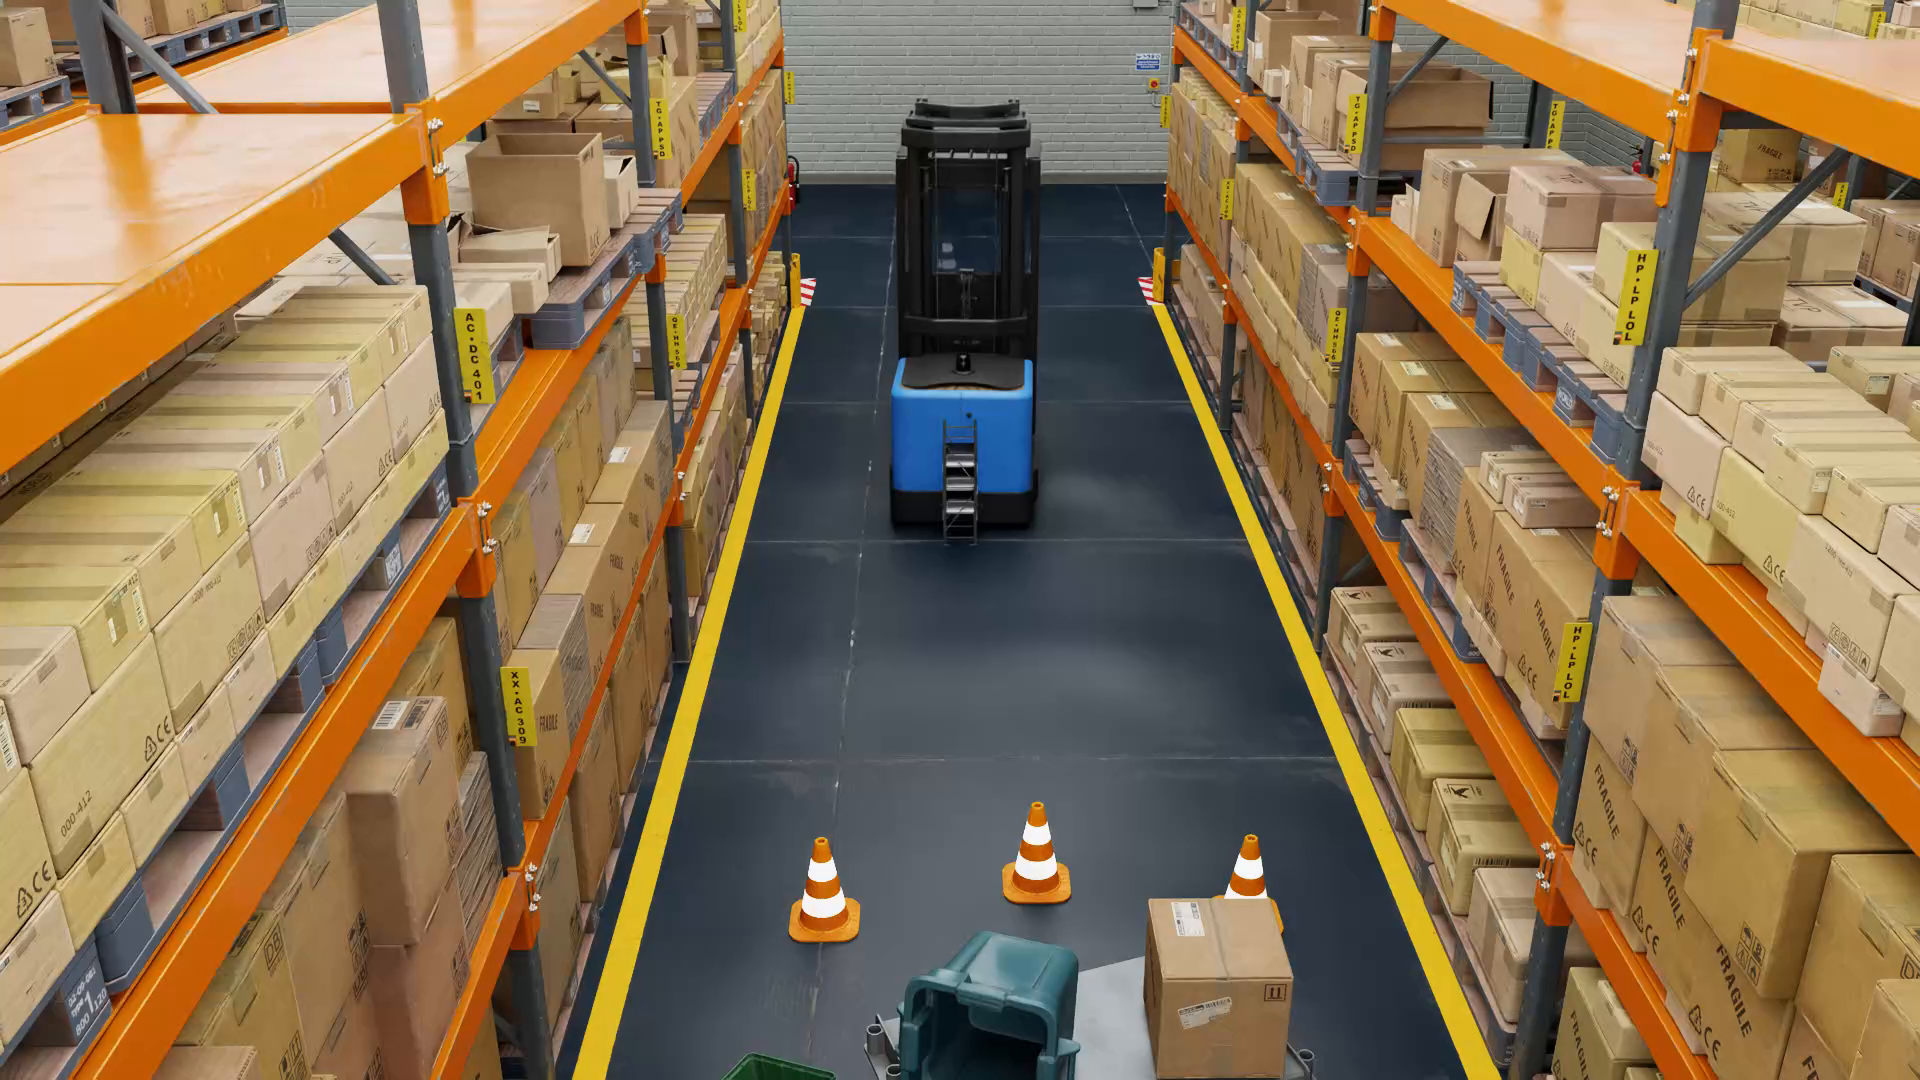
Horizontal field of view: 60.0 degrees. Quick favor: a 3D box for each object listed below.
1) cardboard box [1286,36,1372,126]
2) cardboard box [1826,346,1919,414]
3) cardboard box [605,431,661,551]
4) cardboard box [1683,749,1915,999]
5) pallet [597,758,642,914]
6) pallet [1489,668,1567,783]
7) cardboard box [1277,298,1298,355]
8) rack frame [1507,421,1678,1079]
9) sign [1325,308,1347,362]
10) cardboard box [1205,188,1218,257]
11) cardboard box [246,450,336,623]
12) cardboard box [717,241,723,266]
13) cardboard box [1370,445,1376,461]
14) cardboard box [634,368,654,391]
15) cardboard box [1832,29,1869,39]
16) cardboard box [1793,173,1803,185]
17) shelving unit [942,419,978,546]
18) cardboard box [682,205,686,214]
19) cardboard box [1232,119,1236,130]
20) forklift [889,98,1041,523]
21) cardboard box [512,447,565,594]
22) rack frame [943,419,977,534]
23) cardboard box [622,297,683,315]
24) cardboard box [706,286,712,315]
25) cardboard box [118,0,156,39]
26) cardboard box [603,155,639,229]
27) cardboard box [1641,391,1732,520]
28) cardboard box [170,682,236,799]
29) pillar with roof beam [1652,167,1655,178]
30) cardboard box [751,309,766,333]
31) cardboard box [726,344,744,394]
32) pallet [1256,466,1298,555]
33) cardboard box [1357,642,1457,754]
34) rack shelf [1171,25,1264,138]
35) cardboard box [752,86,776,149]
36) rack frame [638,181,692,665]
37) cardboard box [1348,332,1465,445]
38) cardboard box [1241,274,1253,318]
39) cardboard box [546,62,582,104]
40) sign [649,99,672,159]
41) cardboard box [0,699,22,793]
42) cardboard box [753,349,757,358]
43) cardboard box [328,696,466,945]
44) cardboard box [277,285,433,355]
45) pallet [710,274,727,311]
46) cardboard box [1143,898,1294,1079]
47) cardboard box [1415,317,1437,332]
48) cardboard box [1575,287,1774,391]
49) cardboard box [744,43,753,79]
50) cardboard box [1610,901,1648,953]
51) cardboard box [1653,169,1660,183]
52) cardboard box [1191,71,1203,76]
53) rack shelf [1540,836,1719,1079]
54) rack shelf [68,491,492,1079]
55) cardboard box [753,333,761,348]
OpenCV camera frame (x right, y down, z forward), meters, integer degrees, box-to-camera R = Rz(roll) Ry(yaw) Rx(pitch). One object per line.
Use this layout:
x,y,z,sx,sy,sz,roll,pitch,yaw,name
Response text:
2.446,-3.003,10.863,0.500,0.500,0.500,0,24,0,cardboard box
3.021,-0.512,5.323,0.380,0.149,0.250,0,24,1,cardboard box
-1.916,-0.266,8.961,0.500,0.500,0.500,0,24,-1,cardboard box
2.549,0.937,4.726,0.700,0.500,0.500,-1,24,-2,cardboard box
-2.250,1.486,8.591,1.003,0.211,1.213,0,24,-1,pallet
2.936,0.745,7.078,1.003,0.211,1.213,0,24,-1,pallet
2.461,-1.455,11.285,0.500,0.250,0.500,-1,24,-2,cardboard box
2.799,0.974,6.341,1.000,3.000,0.127,0,24,-1,rack frame
2.200,-1.198,9.738,0.100,0.325,0.005,0,24,-1,sign
2.440,-2.770,14.498,0.500,0.500,0.500,-1,24,-2,cardboard box
-1.879,-0.017,4.082,0.500,0.250,0.500,0,24,-1,cardboard box
-2.031,-2.200,12.791,0.380,0.149,0.250,0,24,0,cardboard box
2.542,-0.500,9.394,0.380,0.149,0.250,-2,24,-4,cardboard box
-1.998,-1.023,10.190,0.380,0.149,0.250,1,24,2,cardboard box
7.419,-3.978,13.471,0.500,0.250,0.500,0,24,0,cardboard box
7.912,-3.242,15.482,0.500,0.250,0.500,0,24,-1,cardboard box
0.000,-0.413,11.955,0.258,0.900,0.210,0,24,-1,shelving unit
-2.525,-2.638,13.844,0.500,0.500,0.500,0,24,0,cardboard box
2.503,-3.457,14.015,0.380,0.149,0.250,0,24,0,cardboard box
0.073,-2.023,13.050,1.130,2.935,3.031,1,24,2,forklift
-2.174,-0.088,7.354,0.700,0.500,0.500,0,24,0,cardboard box
-0.001,-0.455,12.048,0.240,0.900,0.006,0,24,-1,rack frame
-2.011,-1.471,10.819,0.380,0.149,0.250,-1,24,-3,cardboard box
-2.019,-1.746,12.148,0.380,0.149,0.250,-1,24,-3,cardboard box
-7.268,-4.471,13.988,0.700,0.500,0.500,1,24,2,cardboard box
-1.882,-1.744,8.188,0.500,0.311,0.500,0,24,-1,cardboard box
2.530,-0.278,5.289,0.500,0.250,0.500,-1,24,-2,cardboard box
-1.807,0.429,3.579,0.380,0.149,0.250,0,24,0,cardboard box
4.198,-7.824,18.513,9.100,9.000,0.400,0,24,-1,pillar with roof beam
-1.976,-1.996,15.134,0.380,0.149,0.250,0,24,1,cardboard box
-1.976,-1.347,13.086,0.500,0.250,0.500,-1,24,-2,cardboard box
2.812,-0.231,12.387,1.003,0.211,1.213,0,24,-1,pallet
2.768,0.868,9.253,0.950,0.372,0.625,-1,24,-2,cardboard box
2.690,-4.186,14.982,1.077,0.370,4.000,0,24,-1,rack shelf
-2.007,-3.933,15.495,0.500,0.500,0.500,1,24,2,cardboard box
-2.193,-0.611,9.844,1.000,3.000,0.127,0,24,-1,rack frame
2.529,-0.861,9.404,0.500,0.500,0.500,-1,24,-2,cardboard box
2.460,-1.859,12.785,0.500,0.250,0.500,-1,24,-2,cardboard box
-2.478,-2.749,9.880,0.396,0.266,0.258,0,24,-1,cardboard box
-1.638,-2.248,9.101,0.100,0.325,0.005,0,24,-1,sign
-1.798,0.381,2.716,0.380,0.149,0.250,0,24,0,cardboard box
-2.030,-1.619,15.023,0.380,0.149,0.250,-1,24,-2,cardboard box
-2.058,0.855,5.110,0.875,0.550,0.550,0,24,-1,cardboard box
-1.827,-0.666,5.031,0.380,0.149,0.250,0,24,-1,cardboard box
-2.374,-1.856,12.830,1.003,0.211,1.213,0,24,-1,pallet
1.019,1.788,6.655,0.500,0.500,0.500,0,24,-1,cardboard box
2.994,-1.380,10.210,0.500,0.500,0.500,-1,24,-2,cardboard box
2.648,-0.756,6.198,0.500,0.250,0.500,-1,24,-2,cardboard box
-1.993,-3.956,13.782,0.500,0.250,0.500,-1,24,-1,cardboard box
2.536,1.323,5.873,0.380,0.149,0.250,0,24,1,cardboard box
7.361,-3.744,17.076,0.380,0.149,0.250,0,24,-1,cardboard box
2.469,-4.513,16.349,0.380,0.149,0.250,0,24,1,cardboard box
2.821,2.125,4.667,1.077,0.370,4.000,0,24,-1,rack shelf
-2.128,0.823,3.907,1.077,0.370,4.000,0,24,-1,rack shelf
-2.032,-1.867,15.209,0.380,0.149,0.250,1,24,2,cardboard box
